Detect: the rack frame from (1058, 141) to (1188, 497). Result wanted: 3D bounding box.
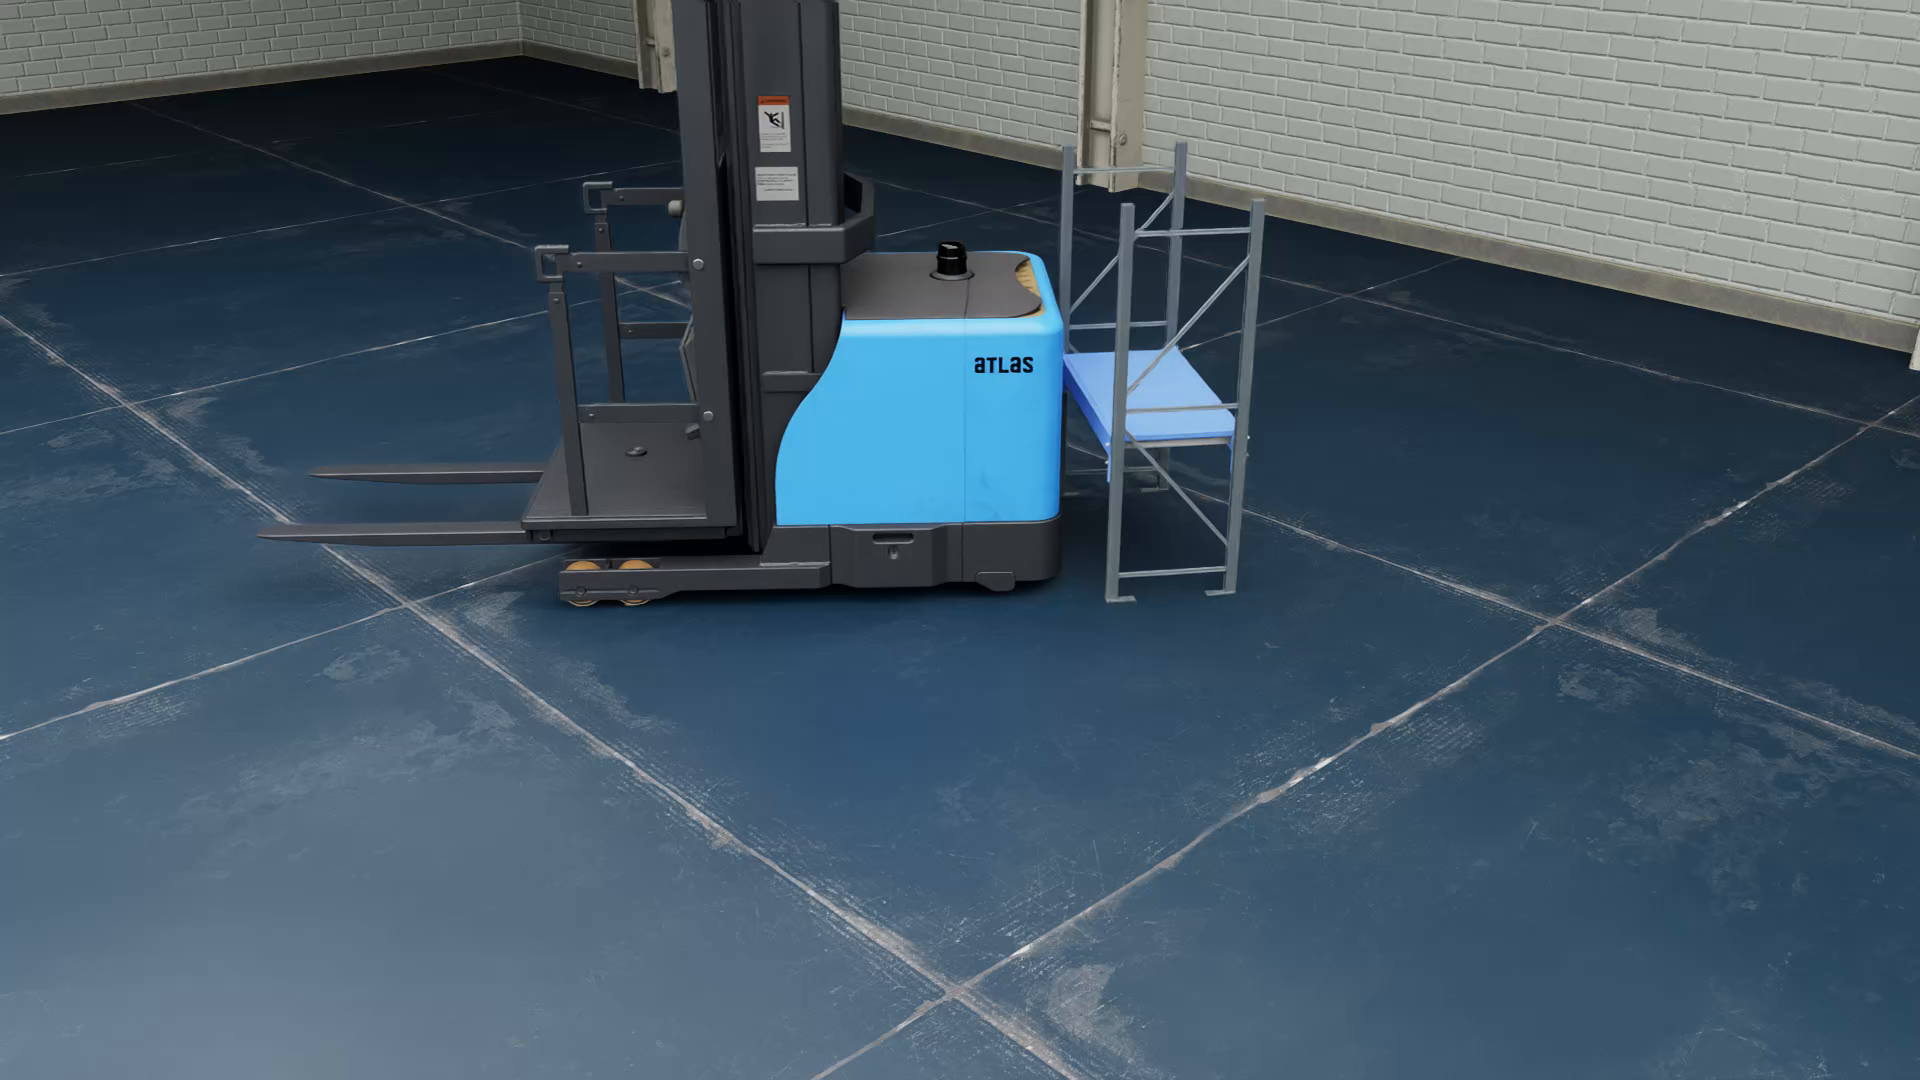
[{"bbox_3d":[0.653,-0.886,6.884,0.500,1.500,0.032,-3,25,-7],"label":"rack frame"}]

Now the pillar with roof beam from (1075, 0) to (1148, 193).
[{"bbox_3d":[-2.017,-5.577,8.132,9.100,9.000,0.400,-21,32,-38],"label":"pillar with roof beam"}]

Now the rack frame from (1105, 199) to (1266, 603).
[{"bbox_3d":[0.795,-0.468,5.968,0.500,1.500,0.032,-3,25,-7],"label":"rack frame"}]

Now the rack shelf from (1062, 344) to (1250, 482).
[{"bbox_3d":[0.724,-0.513,6.501,0.538,0.185,1.000,-3,25,-7],"label":"rack shelf"}]

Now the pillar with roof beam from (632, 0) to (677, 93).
[{"bbox_3d":[-6.118,-7.394,12.117,9.100,9.000,0.400,-21,32,-38],"label":"pillar with roof beam"}]

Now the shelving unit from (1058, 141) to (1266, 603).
[{"bbox_3d":[0.724,-0.677,6.426,0.538,1.500,1.048,-3,25,-7],"label":"shelving unit"}]

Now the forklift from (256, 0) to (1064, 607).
[{"bbox_3d":[-1.146,-1.309,6.089,3.031,2.935,1.130,-1,25,-2],"label":"forklift"}]
